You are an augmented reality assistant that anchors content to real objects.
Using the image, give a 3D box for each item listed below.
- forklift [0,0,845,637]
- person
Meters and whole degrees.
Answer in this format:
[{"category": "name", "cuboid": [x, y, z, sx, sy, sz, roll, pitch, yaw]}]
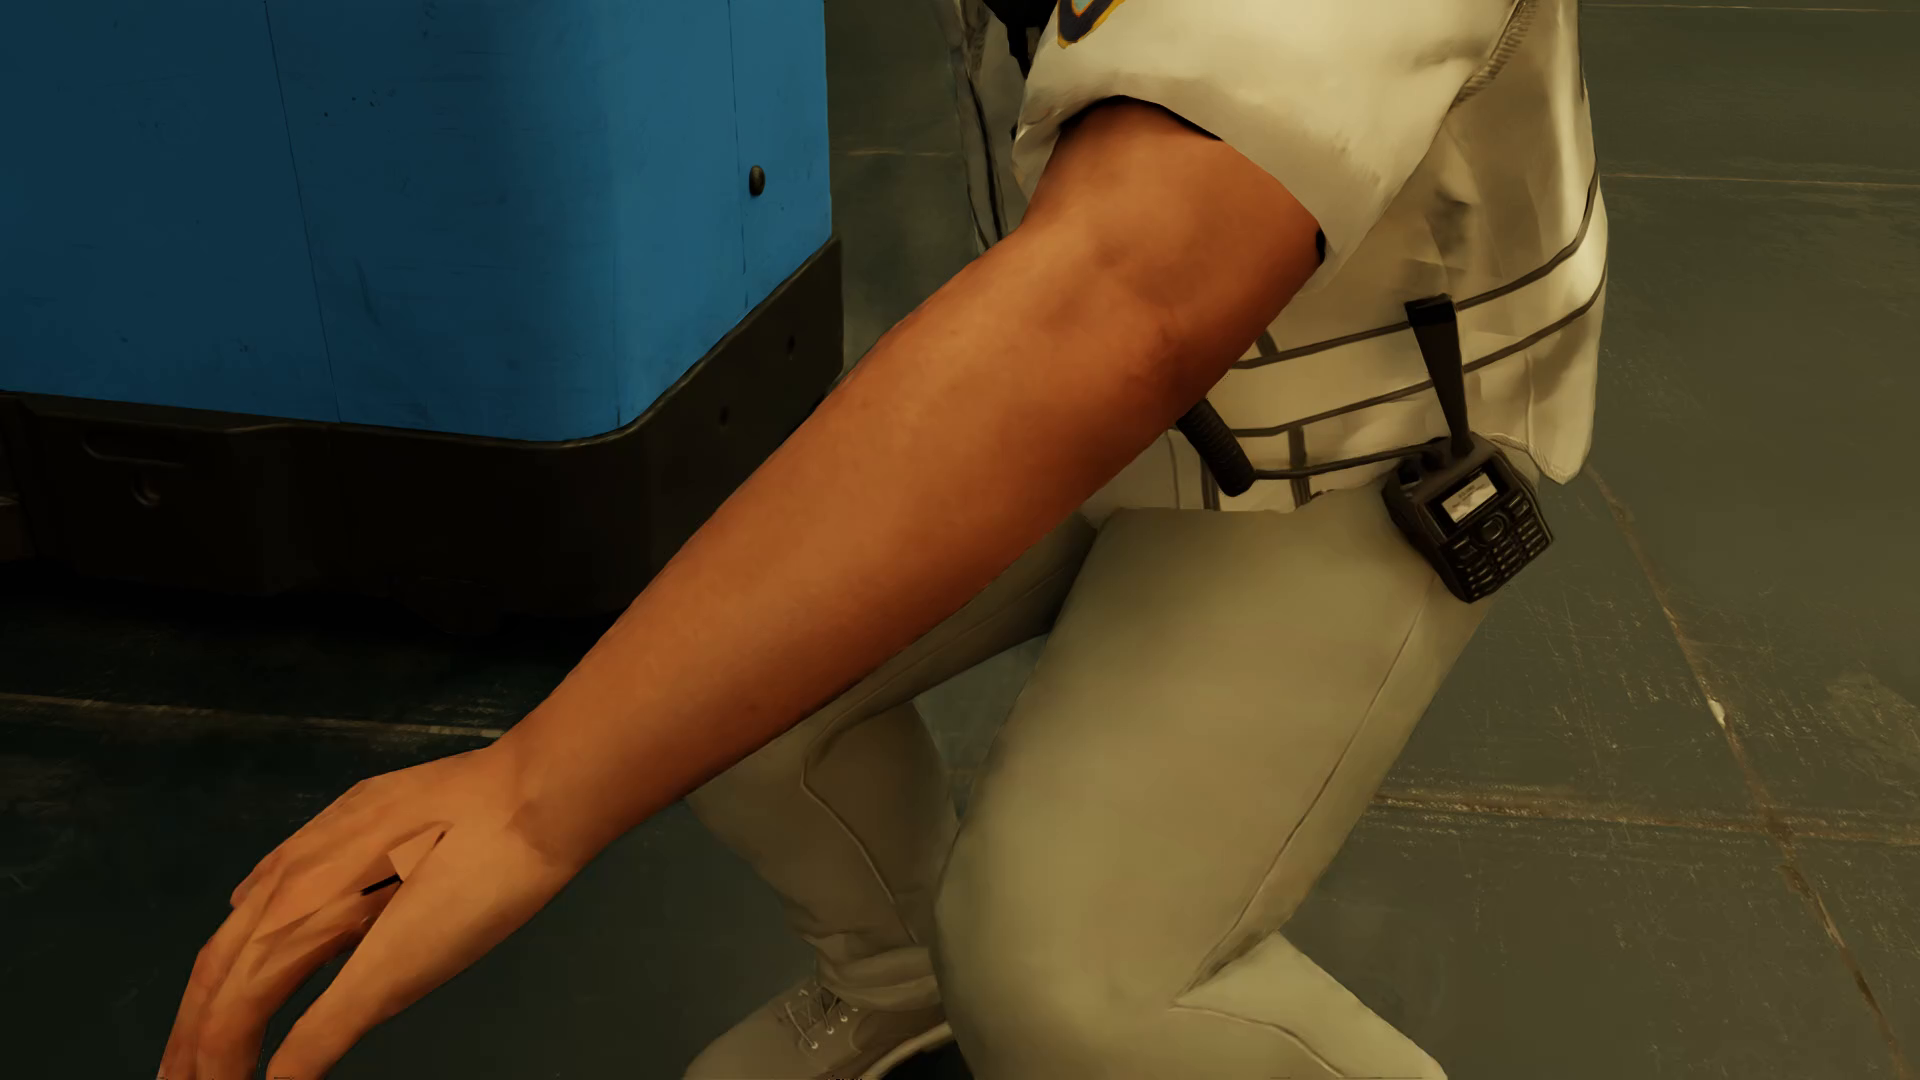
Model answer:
[{"category": "forklift", "cuboid": [-1.778, -1.518, 2.260, 3.031, 2.935, 1.130, 6, 27, 12]}, {"category": "person", "cuboid": [-0.021, -0.067, 1.021, 0.963, 1.514, 0.796, -15, 30, -27]}]
